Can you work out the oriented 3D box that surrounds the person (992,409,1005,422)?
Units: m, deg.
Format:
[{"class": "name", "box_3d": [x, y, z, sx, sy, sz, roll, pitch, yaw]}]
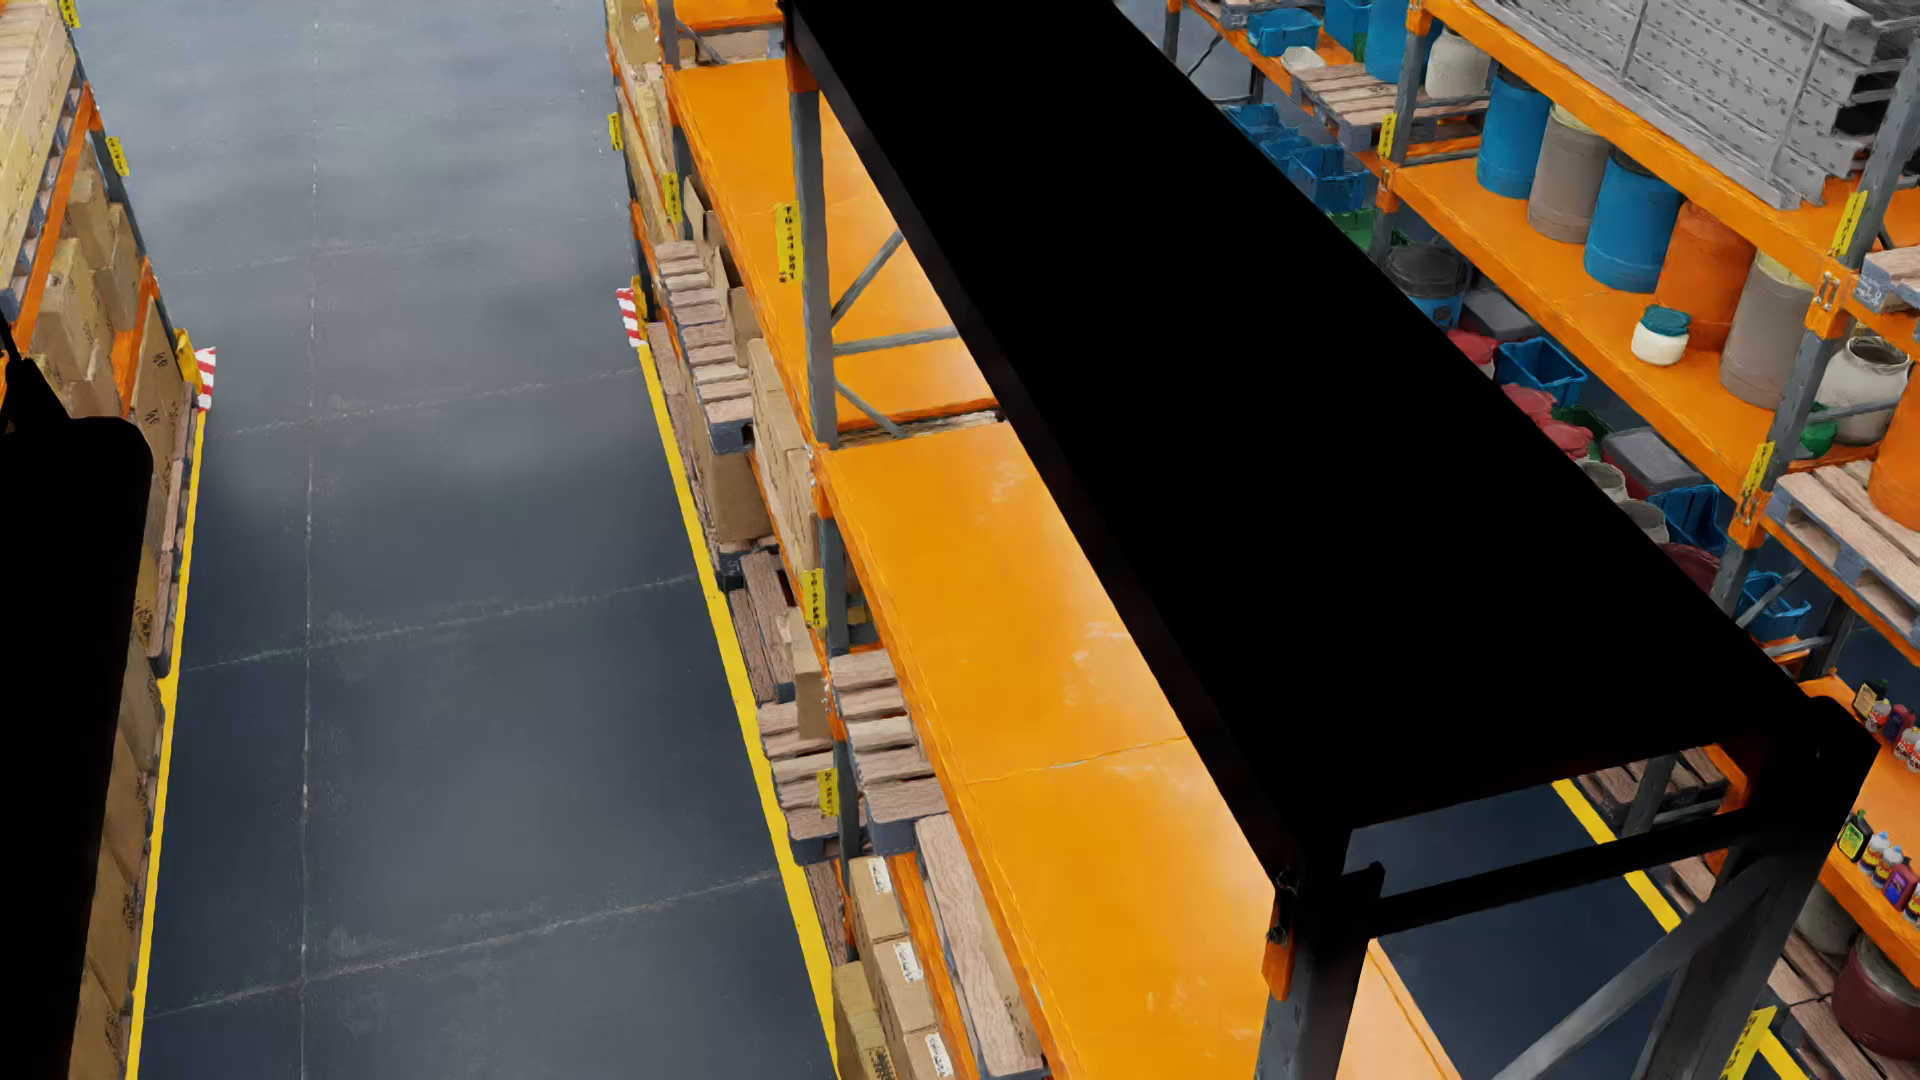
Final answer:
[{"class": "person", "box_3d": [0.047, -0.875, 12.564, 0.719, 1.714, 0.578, -12, 40, -14]}]
